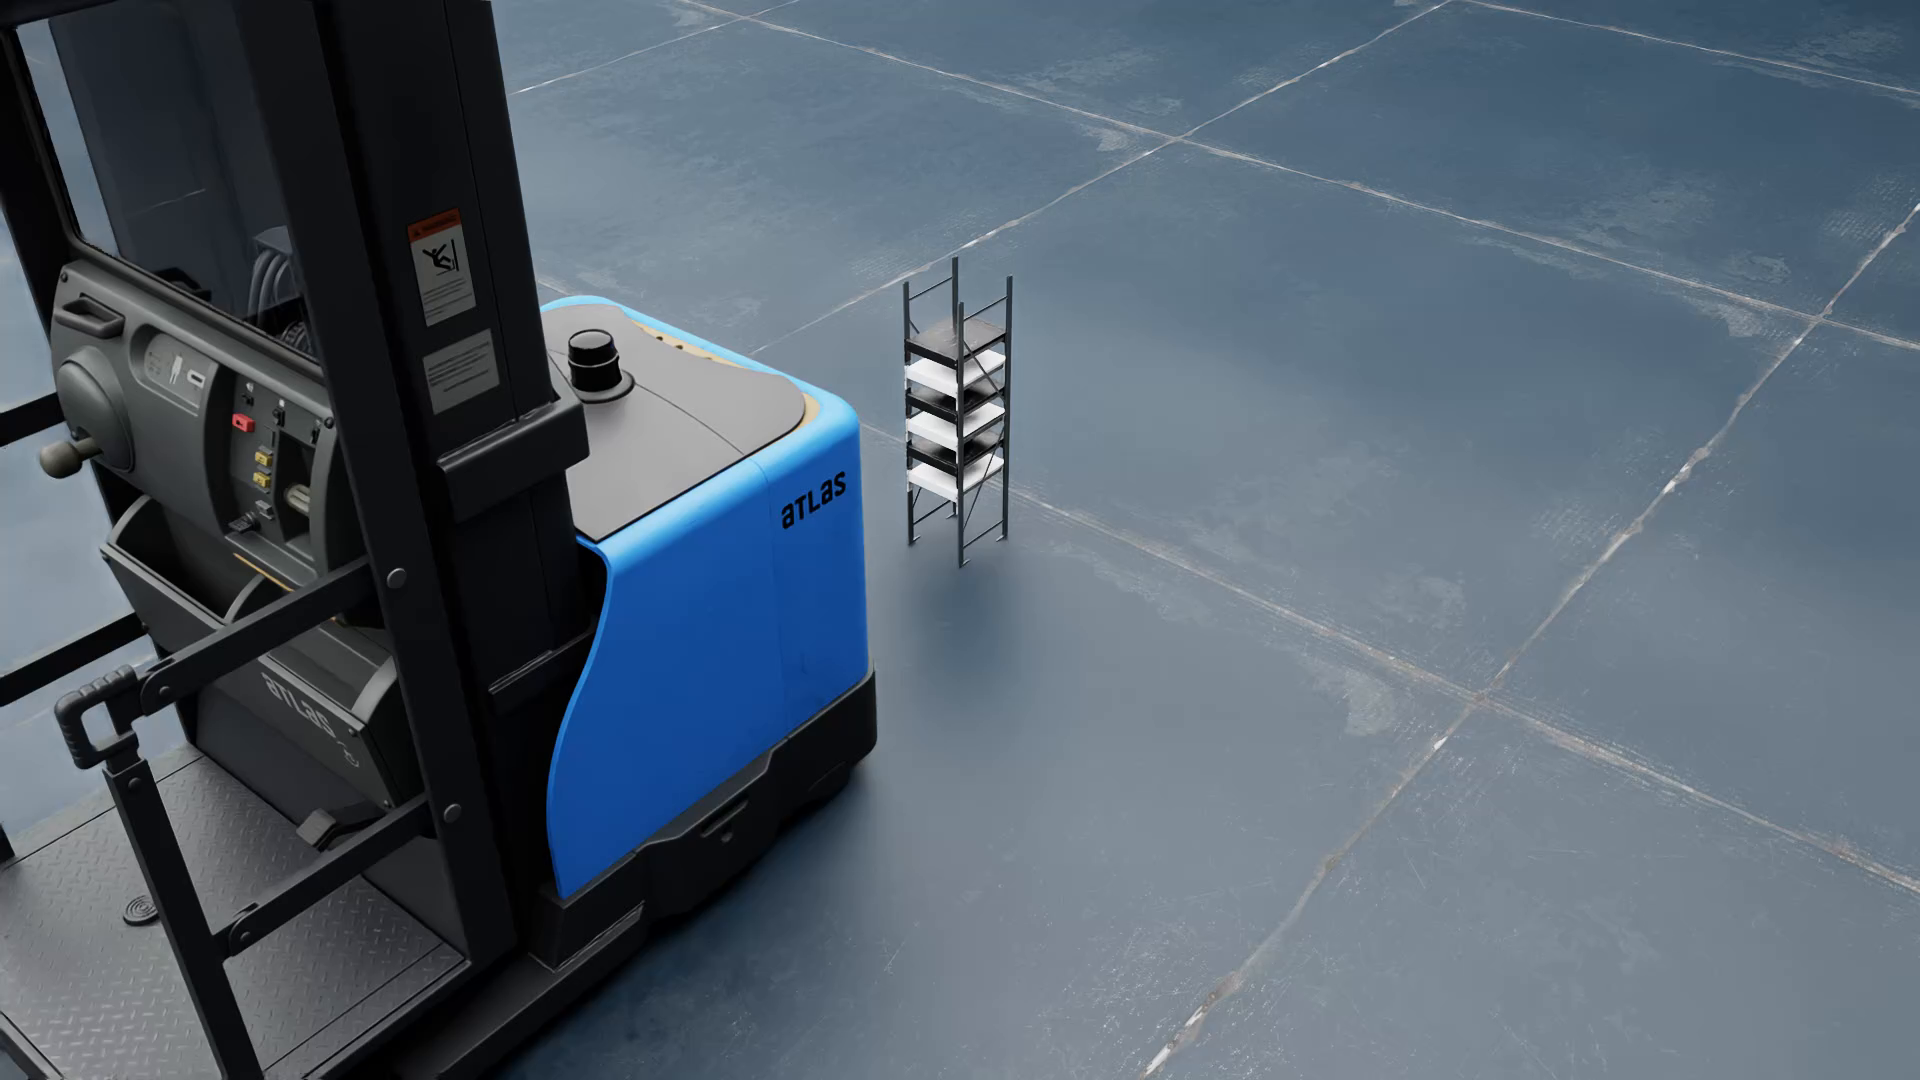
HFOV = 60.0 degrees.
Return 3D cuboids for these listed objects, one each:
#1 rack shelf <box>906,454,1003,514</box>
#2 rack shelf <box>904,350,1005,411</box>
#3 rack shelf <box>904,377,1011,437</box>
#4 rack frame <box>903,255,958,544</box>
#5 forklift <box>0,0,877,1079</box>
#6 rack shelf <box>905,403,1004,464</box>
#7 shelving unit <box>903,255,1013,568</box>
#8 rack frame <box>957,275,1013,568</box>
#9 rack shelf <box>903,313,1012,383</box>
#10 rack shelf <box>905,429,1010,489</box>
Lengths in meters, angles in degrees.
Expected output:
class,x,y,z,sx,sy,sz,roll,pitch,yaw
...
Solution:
class,x,y,z,sx,sy,sz,roll,pitch,yaw
rack shelf,-0.006,-0.198,5.120,0.200,0.077,0.258,25,42,32
rack shelf,-0.006,-0.495,4.917,0.200,0.077,0.258,25,42,32
rack shelf,-0.006,-0.421,4.967,0.200,0.077,0.258,25,42,32
rack frame,-0.084,-0.411,5.053,0.006,0.900,0.240,25,42,32
forklift,-1.534,-0.159,2.893,1.130,2.935,3.031,25,41,31
rack shelf,-0.006,-0.346,5.018,0.200,0.077,0.258,25,42,32
shelving unit,-0.006,-0.374,5.000,0.210,0.900,0.258,25,42,32
rack frame,0.072,-0.337,4.946,0.006,0.900,0.240,25,42,32
rack shelf,-0.006,-0.569,4.866,0.200,0.077,0.258,25,42,32
rack shelf,-0.006,-0.272,5.069,0.200,0.077,0.258,25,42,32
